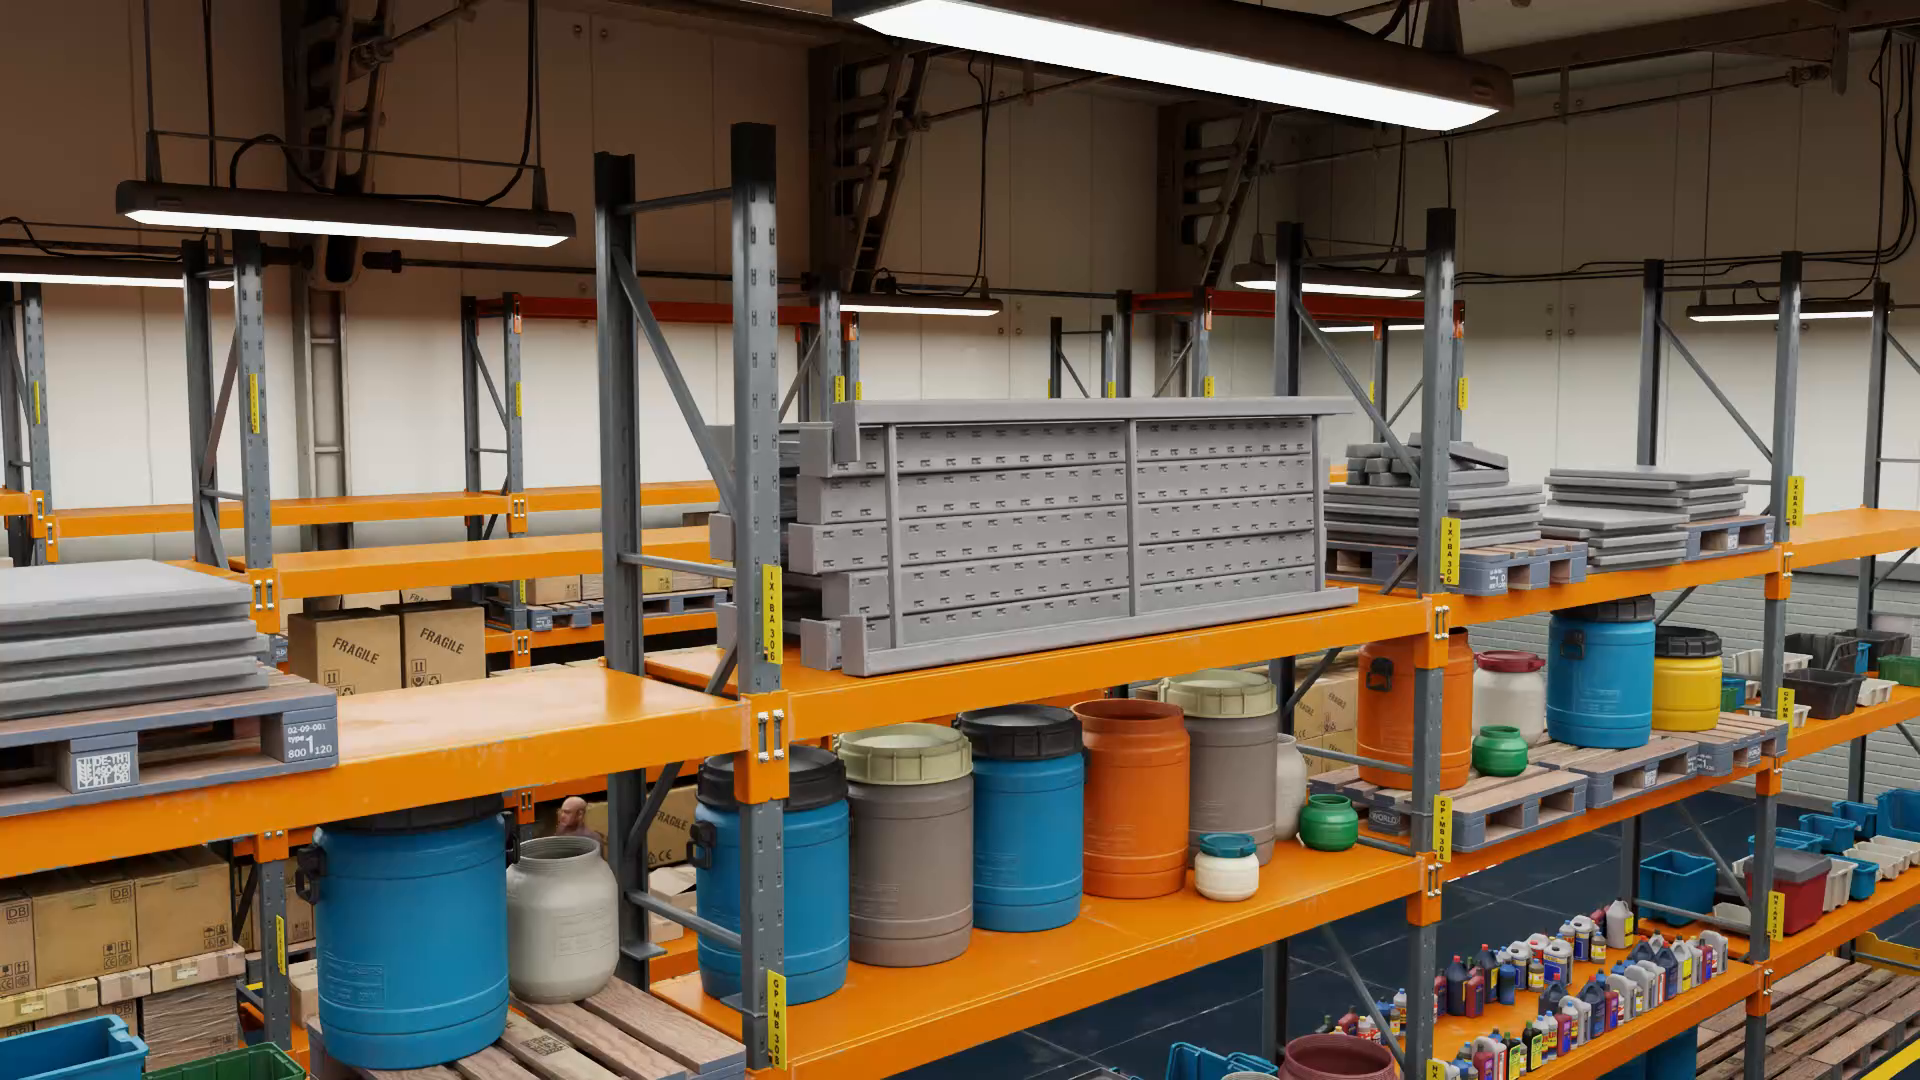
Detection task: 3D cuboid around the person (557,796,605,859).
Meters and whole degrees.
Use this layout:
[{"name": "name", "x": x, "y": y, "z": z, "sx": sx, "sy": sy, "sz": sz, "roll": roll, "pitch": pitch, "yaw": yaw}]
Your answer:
[{"name": "person", "x": -3.160, "y": 3.097, "z": 13.675, "sx": 0.666, "sy": 1.619, "sz": 0.888, "roll": 4, "pitch": 6, "yaw": 33}]
